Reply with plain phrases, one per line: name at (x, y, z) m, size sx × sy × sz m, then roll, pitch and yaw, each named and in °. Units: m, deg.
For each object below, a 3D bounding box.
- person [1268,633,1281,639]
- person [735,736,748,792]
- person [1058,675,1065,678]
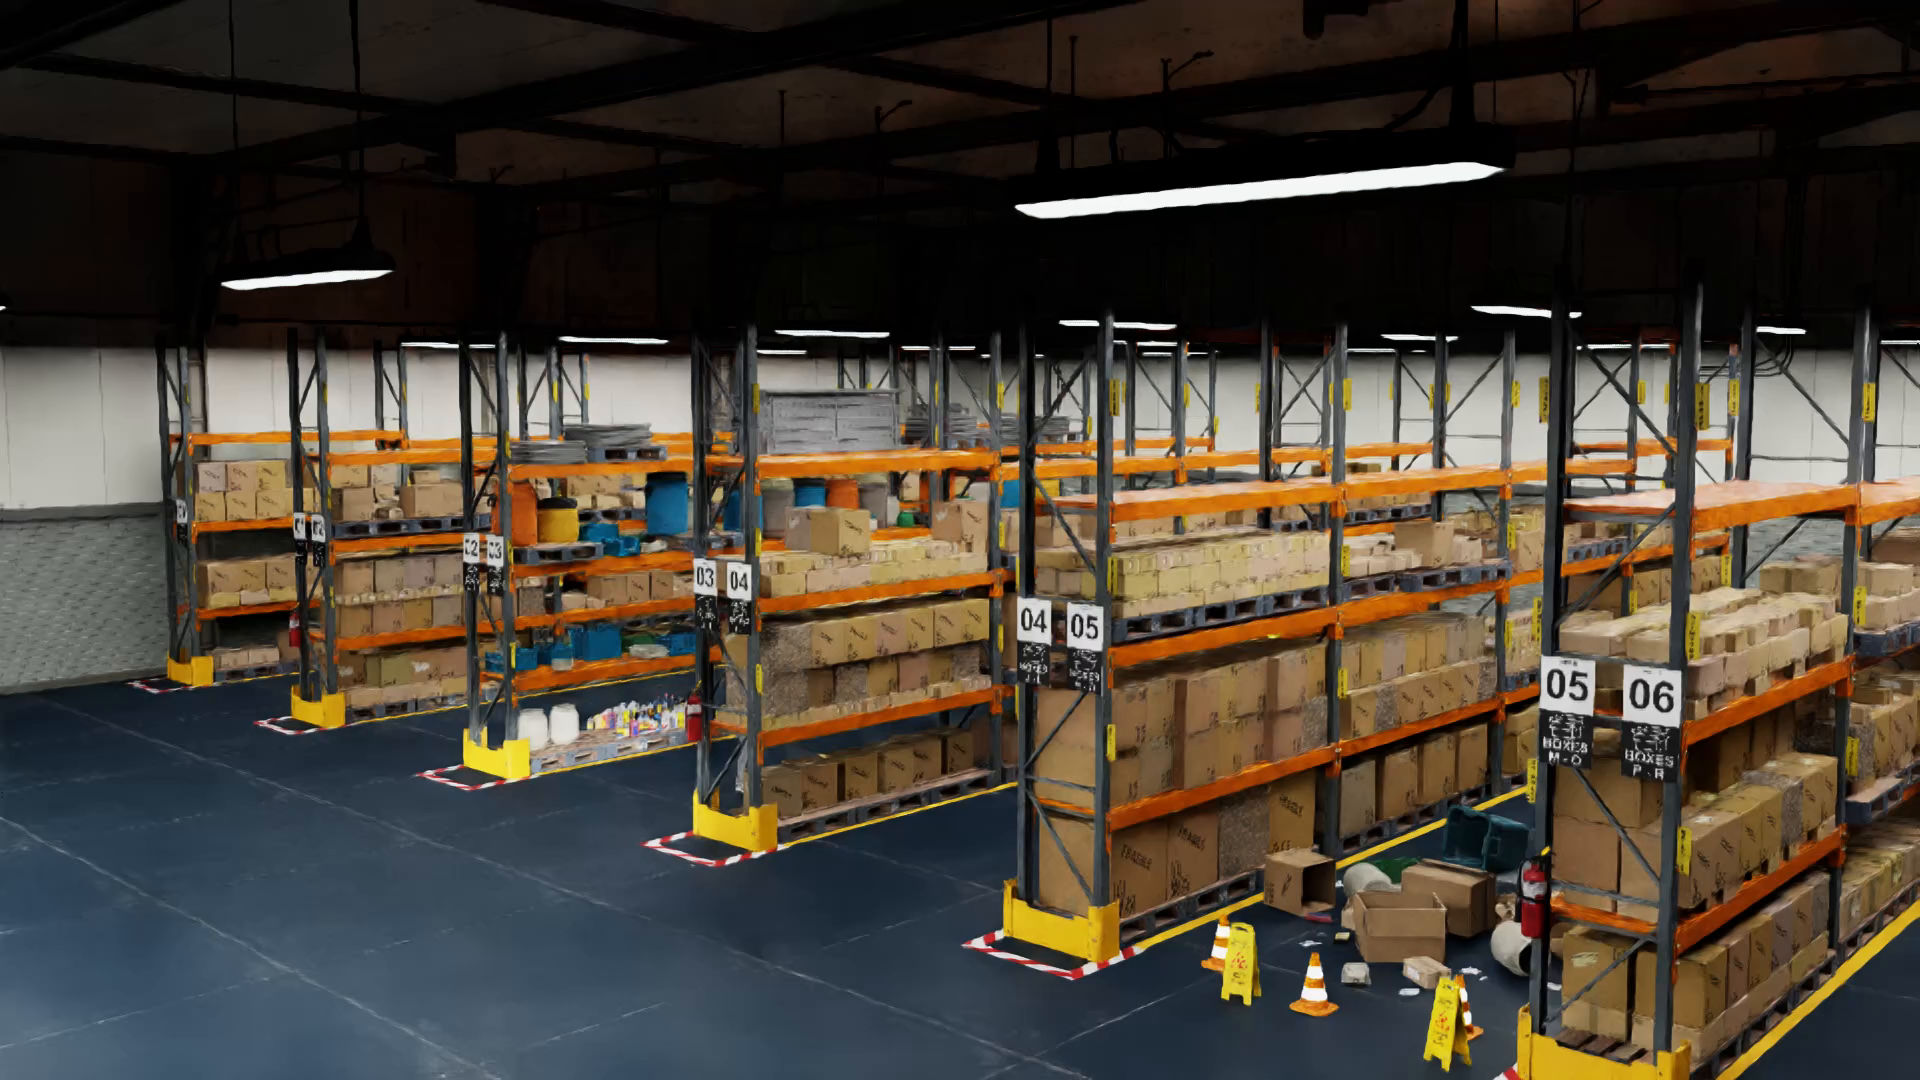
person at (4.496, 2.078, 23.810) m, size 1.121 × 1.691 × 0.577 m, roll -5°, pitch 7°, yaw -44°
person at (-2.632, 2.382, 21.058) m, size 0.406 × 1.600 × 0.468 m, roll 1°, pitch 5°, yaw 12°
person at (1.272, 2.448, 20.316) m, size 0.419 × 1.603 × 0.504 m, roll 2°, pitch 6°, yaw 16°
